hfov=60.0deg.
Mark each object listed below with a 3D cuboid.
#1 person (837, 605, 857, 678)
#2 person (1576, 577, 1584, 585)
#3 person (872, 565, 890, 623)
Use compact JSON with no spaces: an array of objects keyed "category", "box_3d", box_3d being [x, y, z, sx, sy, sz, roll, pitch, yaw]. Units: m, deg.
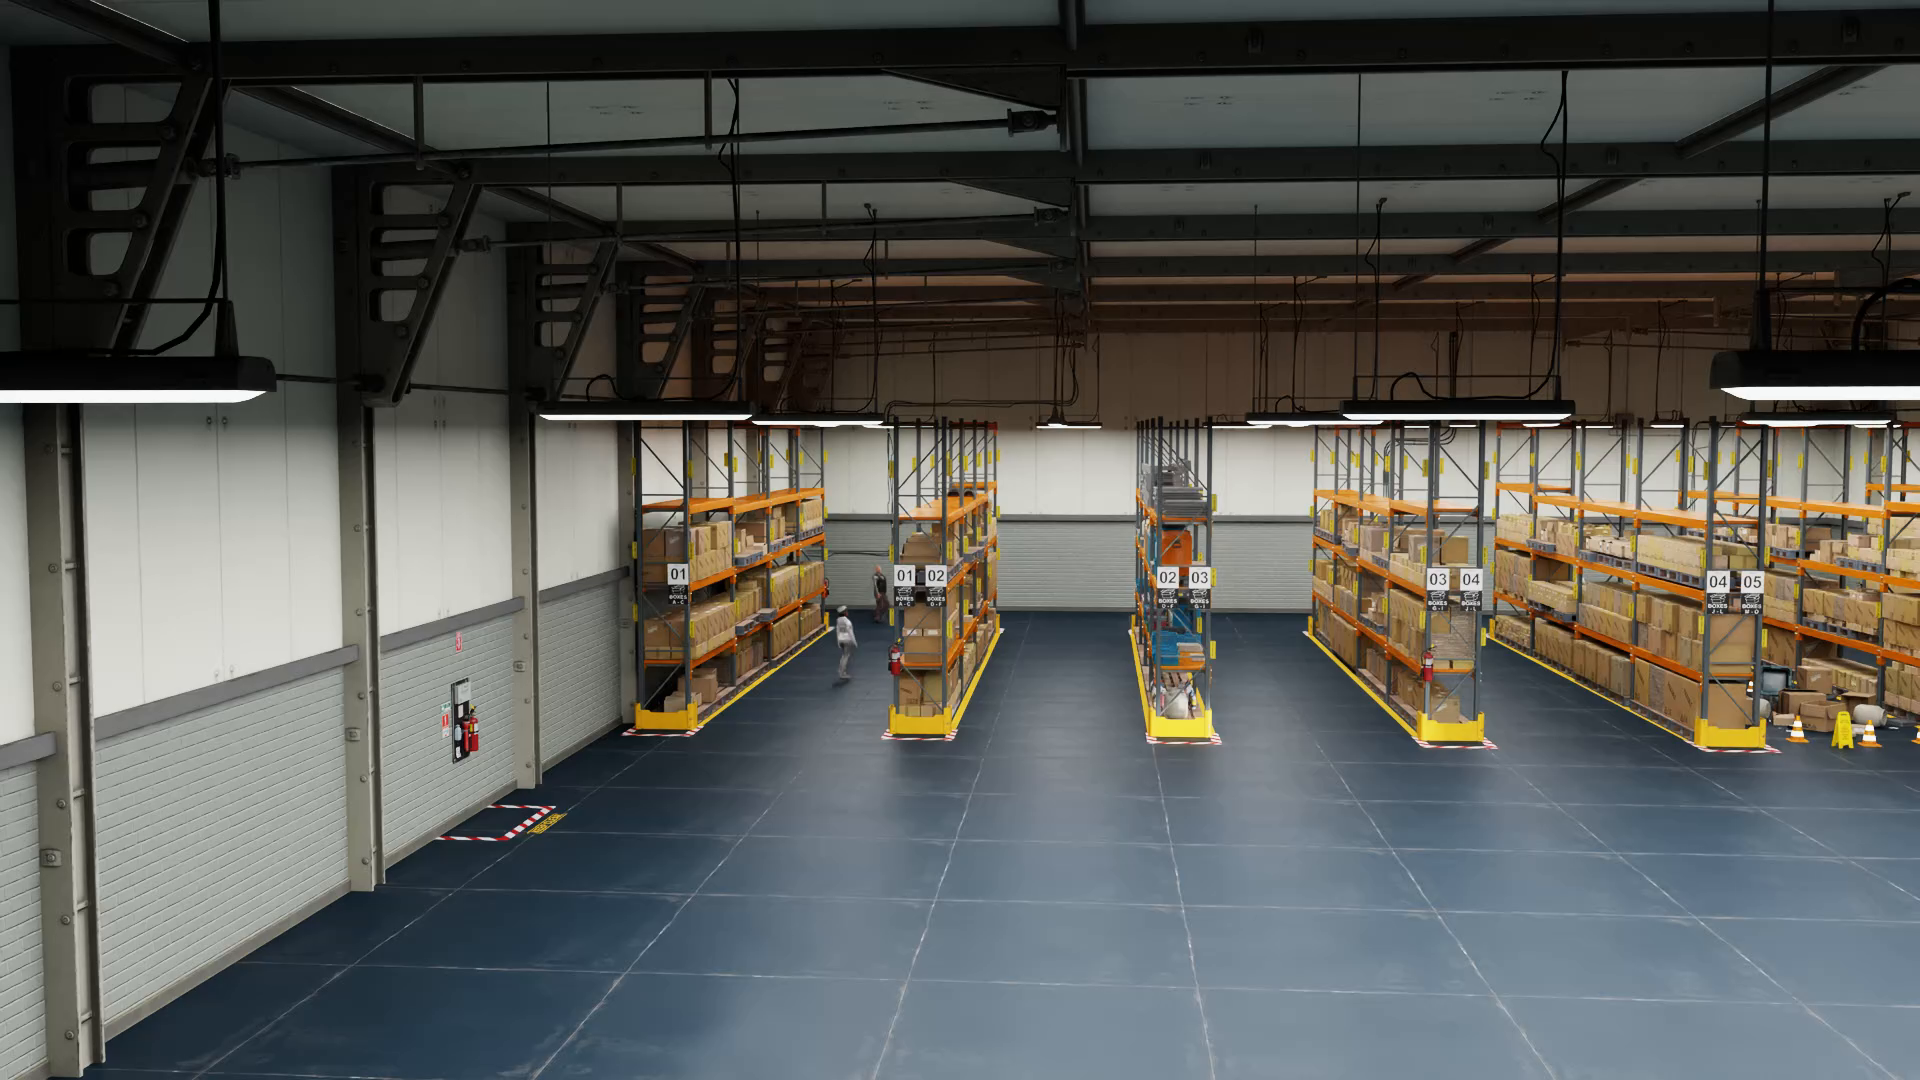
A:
[{"category":"person","box_3d":[-2.639,2.357,38.505,0.504,1.706,0.474,3,5,41]},{"category":"person","box_3d":[16.859,1.882,45.406,0.439,1.778,0.618,3,5,36]},{"category":"person","box_3d":[-2.361,1.615,49.604,0.493,1.714,0.560,1,4,14]}]
